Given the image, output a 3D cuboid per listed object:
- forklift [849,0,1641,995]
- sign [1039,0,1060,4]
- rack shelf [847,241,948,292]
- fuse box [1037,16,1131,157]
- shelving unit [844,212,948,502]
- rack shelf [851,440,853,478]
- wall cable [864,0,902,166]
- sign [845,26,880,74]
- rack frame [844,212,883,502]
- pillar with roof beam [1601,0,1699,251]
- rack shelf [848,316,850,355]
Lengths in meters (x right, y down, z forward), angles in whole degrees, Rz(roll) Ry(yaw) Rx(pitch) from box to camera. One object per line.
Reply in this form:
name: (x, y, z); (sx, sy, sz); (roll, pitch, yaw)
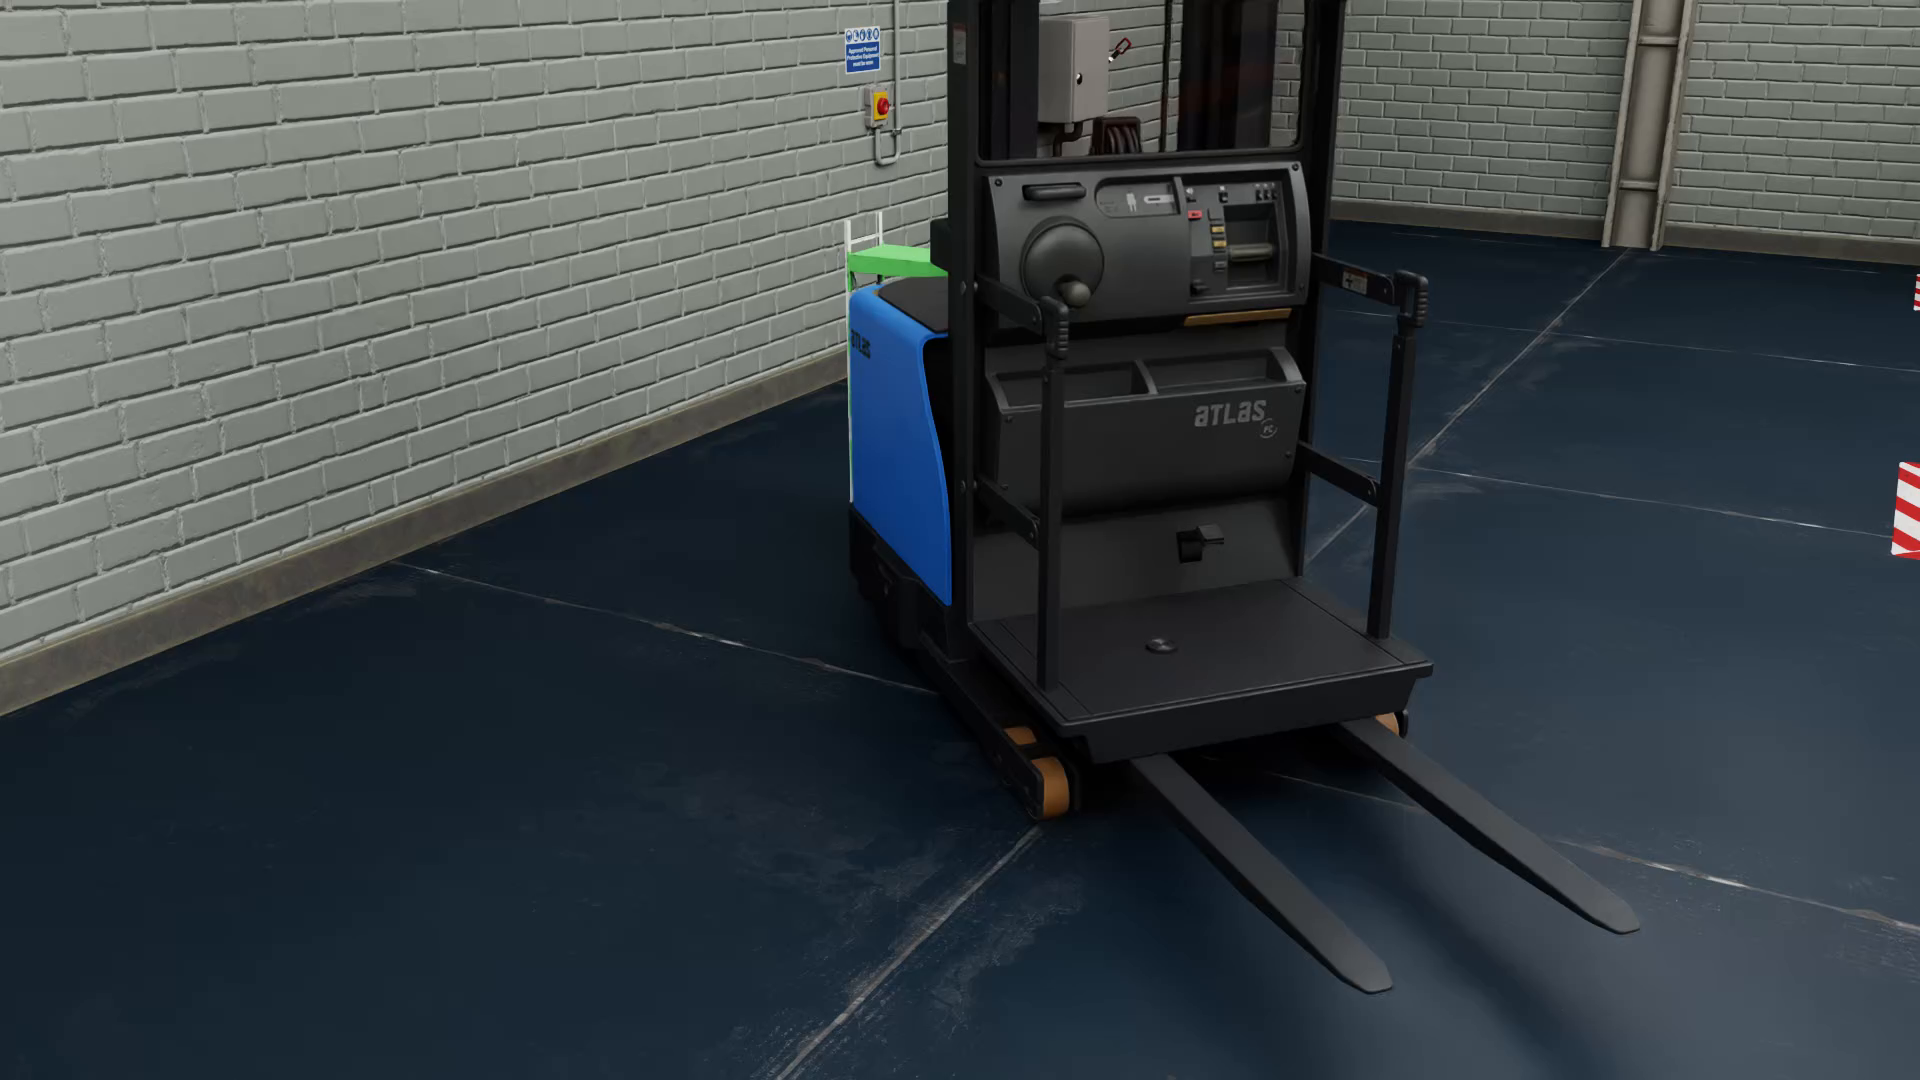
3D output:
forklift: (0.596, -0.804, 4.283); (1.130, 2.935, 3.031); (-7, 21, -19)
sign: (0.532, -3.354, 10.003); (0.001, 0.242, 0.339); (11, 23, 27)
rack shelf: (-0.145, -0.983, 6.095); (0.480, 0.148, 0.258); (11, 23, 27)
fuse box: (0.740, -2.343, 10.314); (0.414, 1.711, 0.539); (11, 23, 27)
shelving unit: (-0.145, -0.592, 6.236); (0.503, 1.200, 0.258); (11, 23, 27)
rack shelf: (-0.145, -0.306, 6.340); (0.480, 0.148, 0.258); (11, 23, 27)
wall cable: (-0.412, -2.839, 8.258); (0.123, 1.953, 0.585); (11, 23, 27)
sign: (-0.489, -2.470, 8.379); (0.001, 0.218, 0.327); (11, 23, 27)
rack frame: (-0.358, -0.632, 6.348); (0.015, 1.200, 0.240); (11, 23, 27)
pillar with roof beam: (2.926, -5.150, 7.366); (0.400, 9.000, 9.100); (11, 23, 27)
rack shelf: (-0.145, -0.757, 6.176); (0.480, 0.148, 0.258); (11, 23, 27)
